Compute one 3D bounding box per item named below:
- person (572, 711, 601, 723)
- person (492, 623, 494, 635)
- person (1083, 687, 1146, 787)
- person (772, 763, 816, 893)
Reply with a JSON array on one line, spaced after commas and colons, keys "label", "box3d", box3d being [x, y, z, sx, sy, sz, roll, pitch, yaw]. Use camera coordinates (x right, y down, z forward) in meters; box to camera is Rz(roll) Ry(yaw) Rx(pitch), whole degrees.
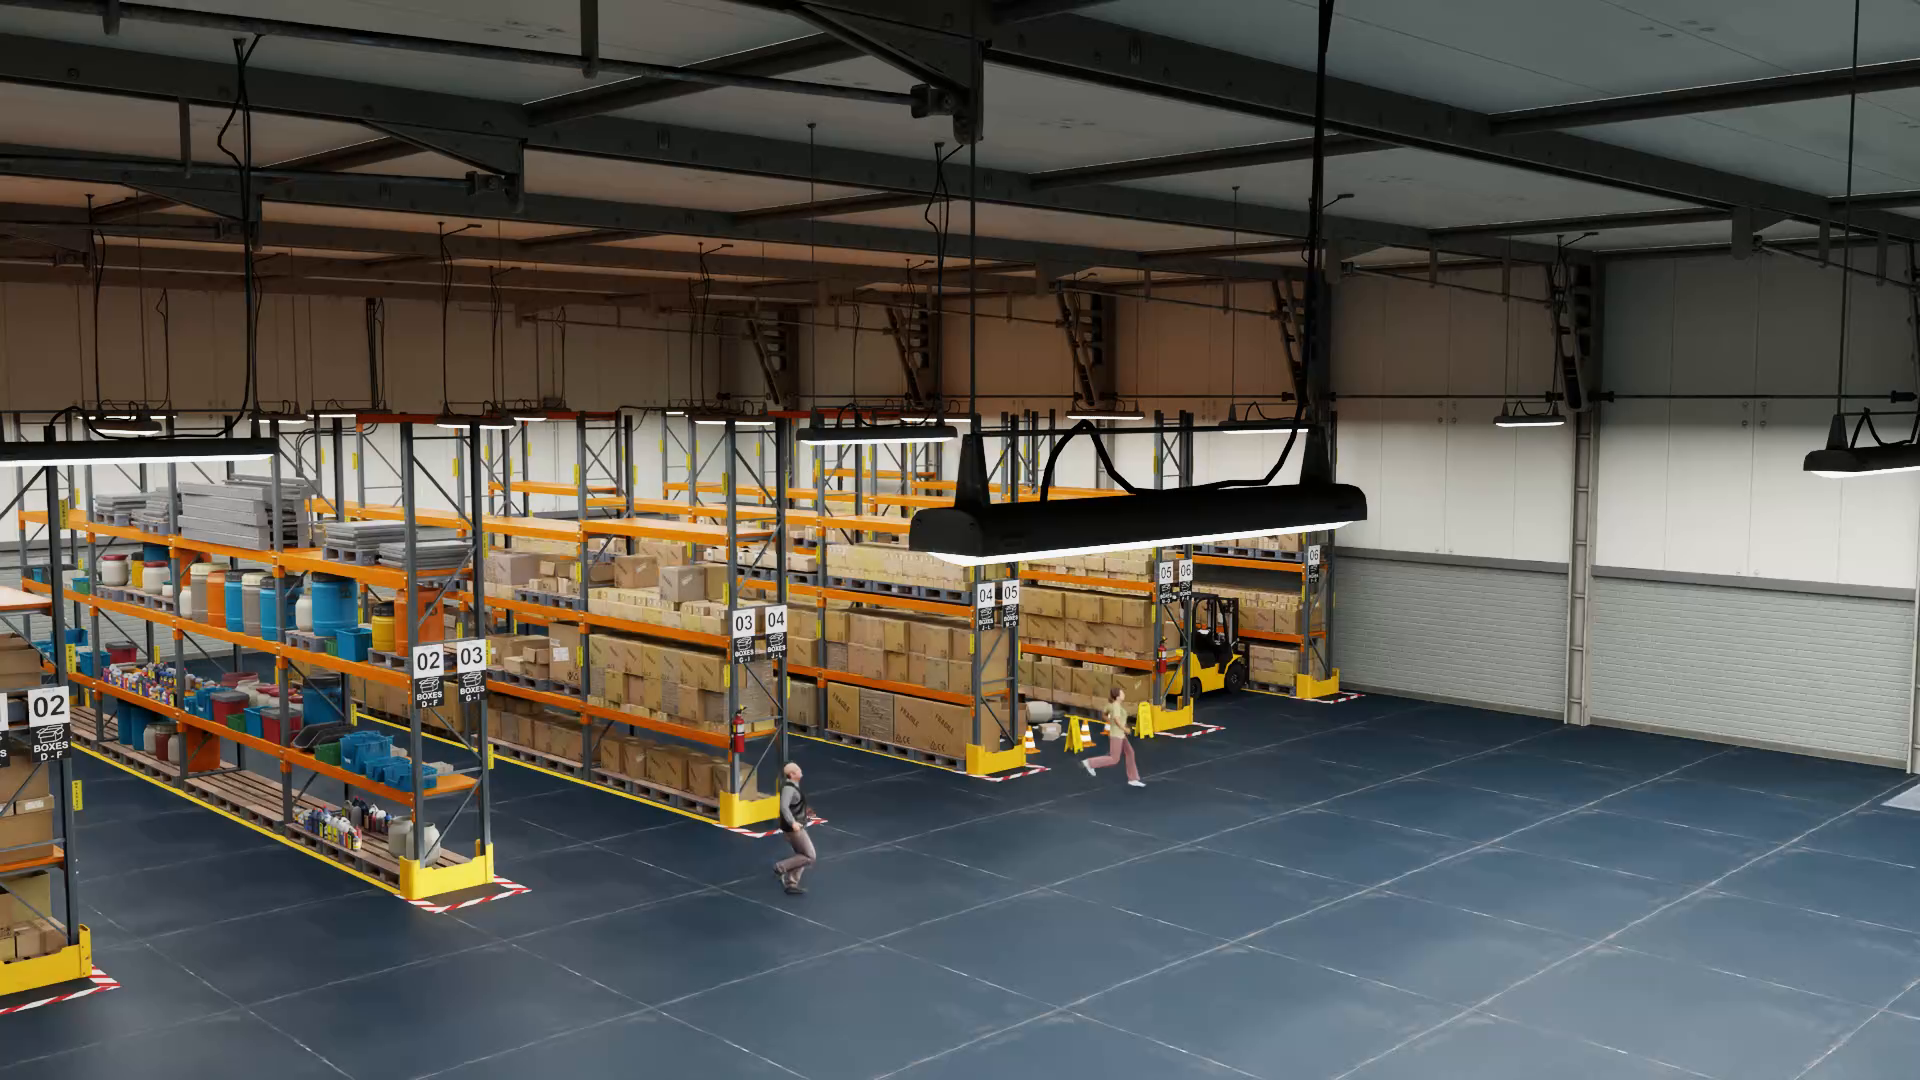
[{"label": "person", "box3d": [-6.993, 2.770, 31.370, 0.812, 1.716, 0.600, 4, 6, 39]}, {"label": "person", "box3d": [-10.633, 2.384, 36.933, 0.918, 1.547, 0.577, 4, 7, 41]}, {"label": "person", "box3d": [2.537, 3.194, 26.887, 0.977, 1.645, 0.556, 0, 5, 0]}, {"label": "person", "box3d": [-2.110, 3.663, 21.115, 0.553, 1.683, 0.706, -1, 5, -7]}]
